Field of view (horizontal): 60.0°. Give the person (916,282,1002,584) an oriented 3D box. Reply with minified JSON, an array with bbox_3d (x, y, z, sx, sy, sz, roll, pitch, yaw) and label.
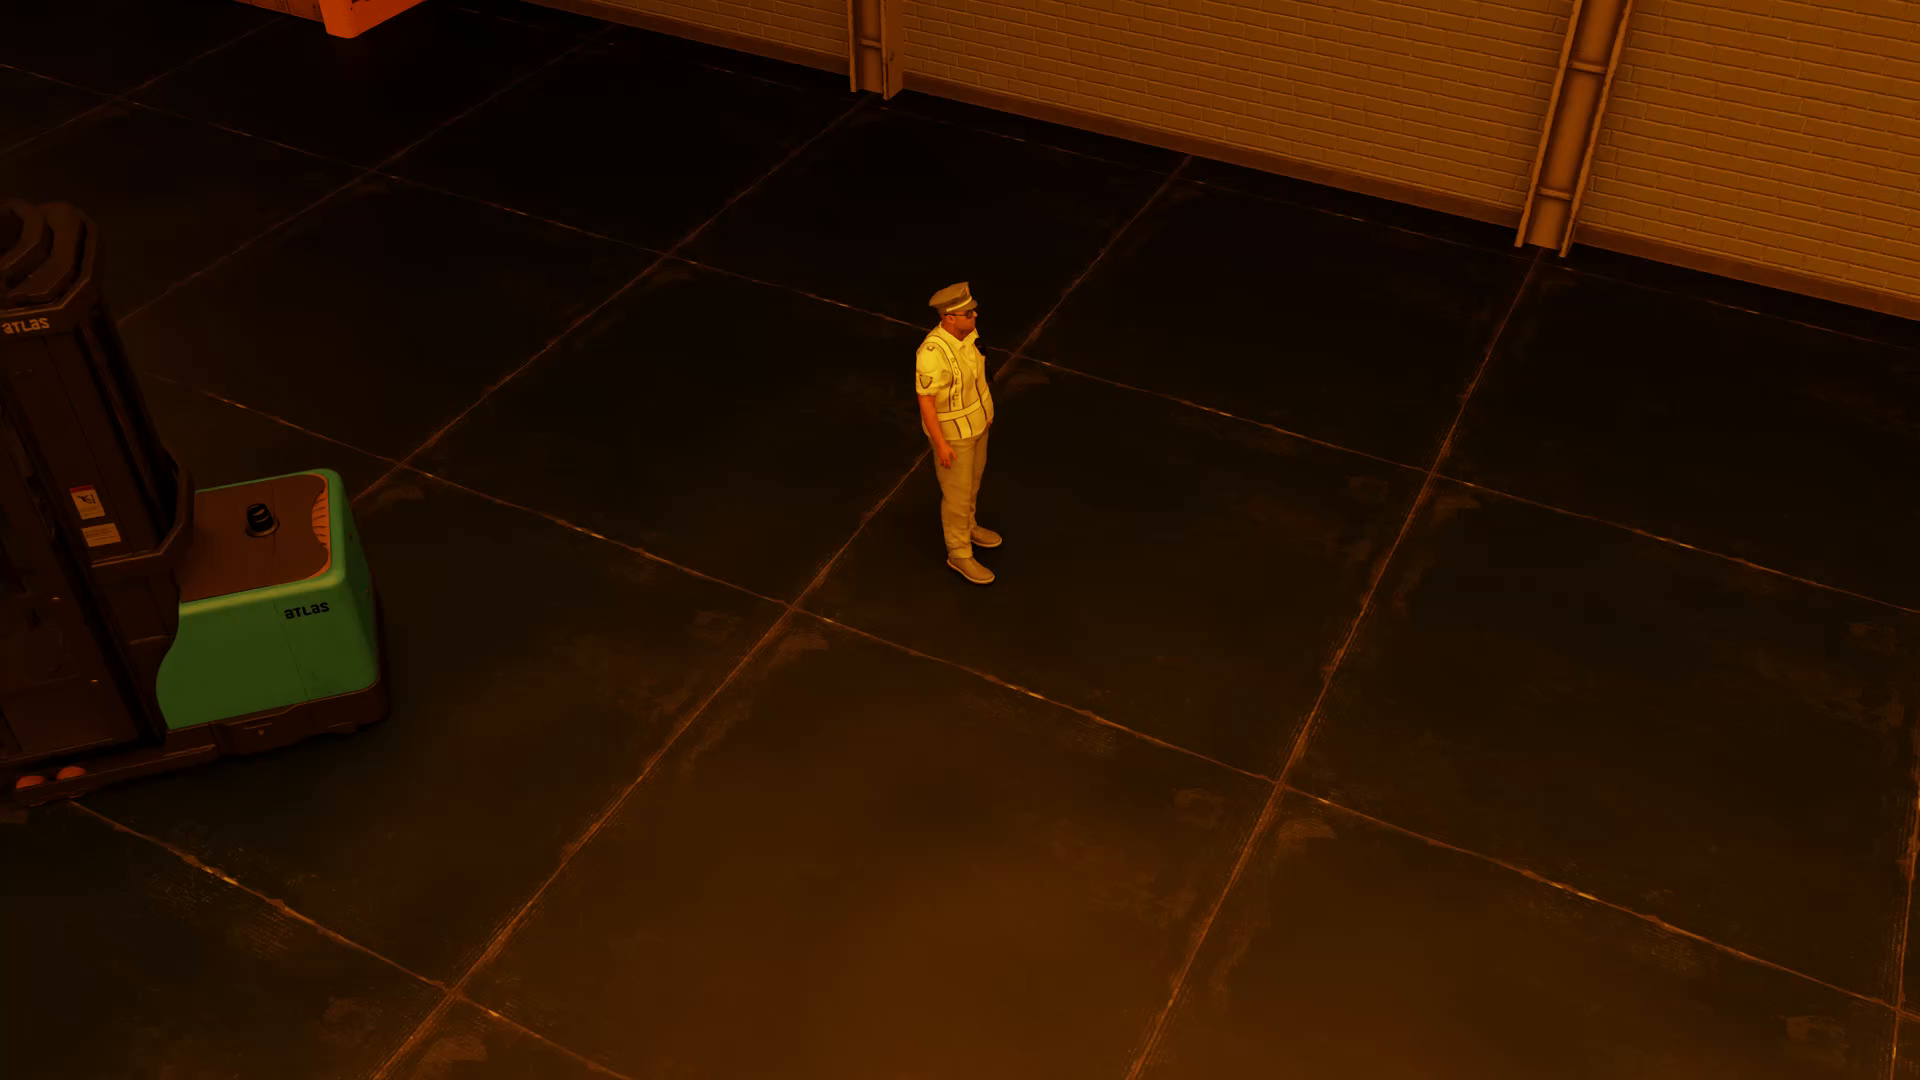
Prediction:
[{"bbox_3d":[0.064,-0.658,9.647,0.574,1.780,0.641,18,43,21],"label":"person"}]

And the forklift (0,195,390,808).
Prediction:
[{"bbox_3d":[-4.681,-0.124,8.134,3.031,2.935,1.130,-12,41,-13],"label":"forklift"}]
